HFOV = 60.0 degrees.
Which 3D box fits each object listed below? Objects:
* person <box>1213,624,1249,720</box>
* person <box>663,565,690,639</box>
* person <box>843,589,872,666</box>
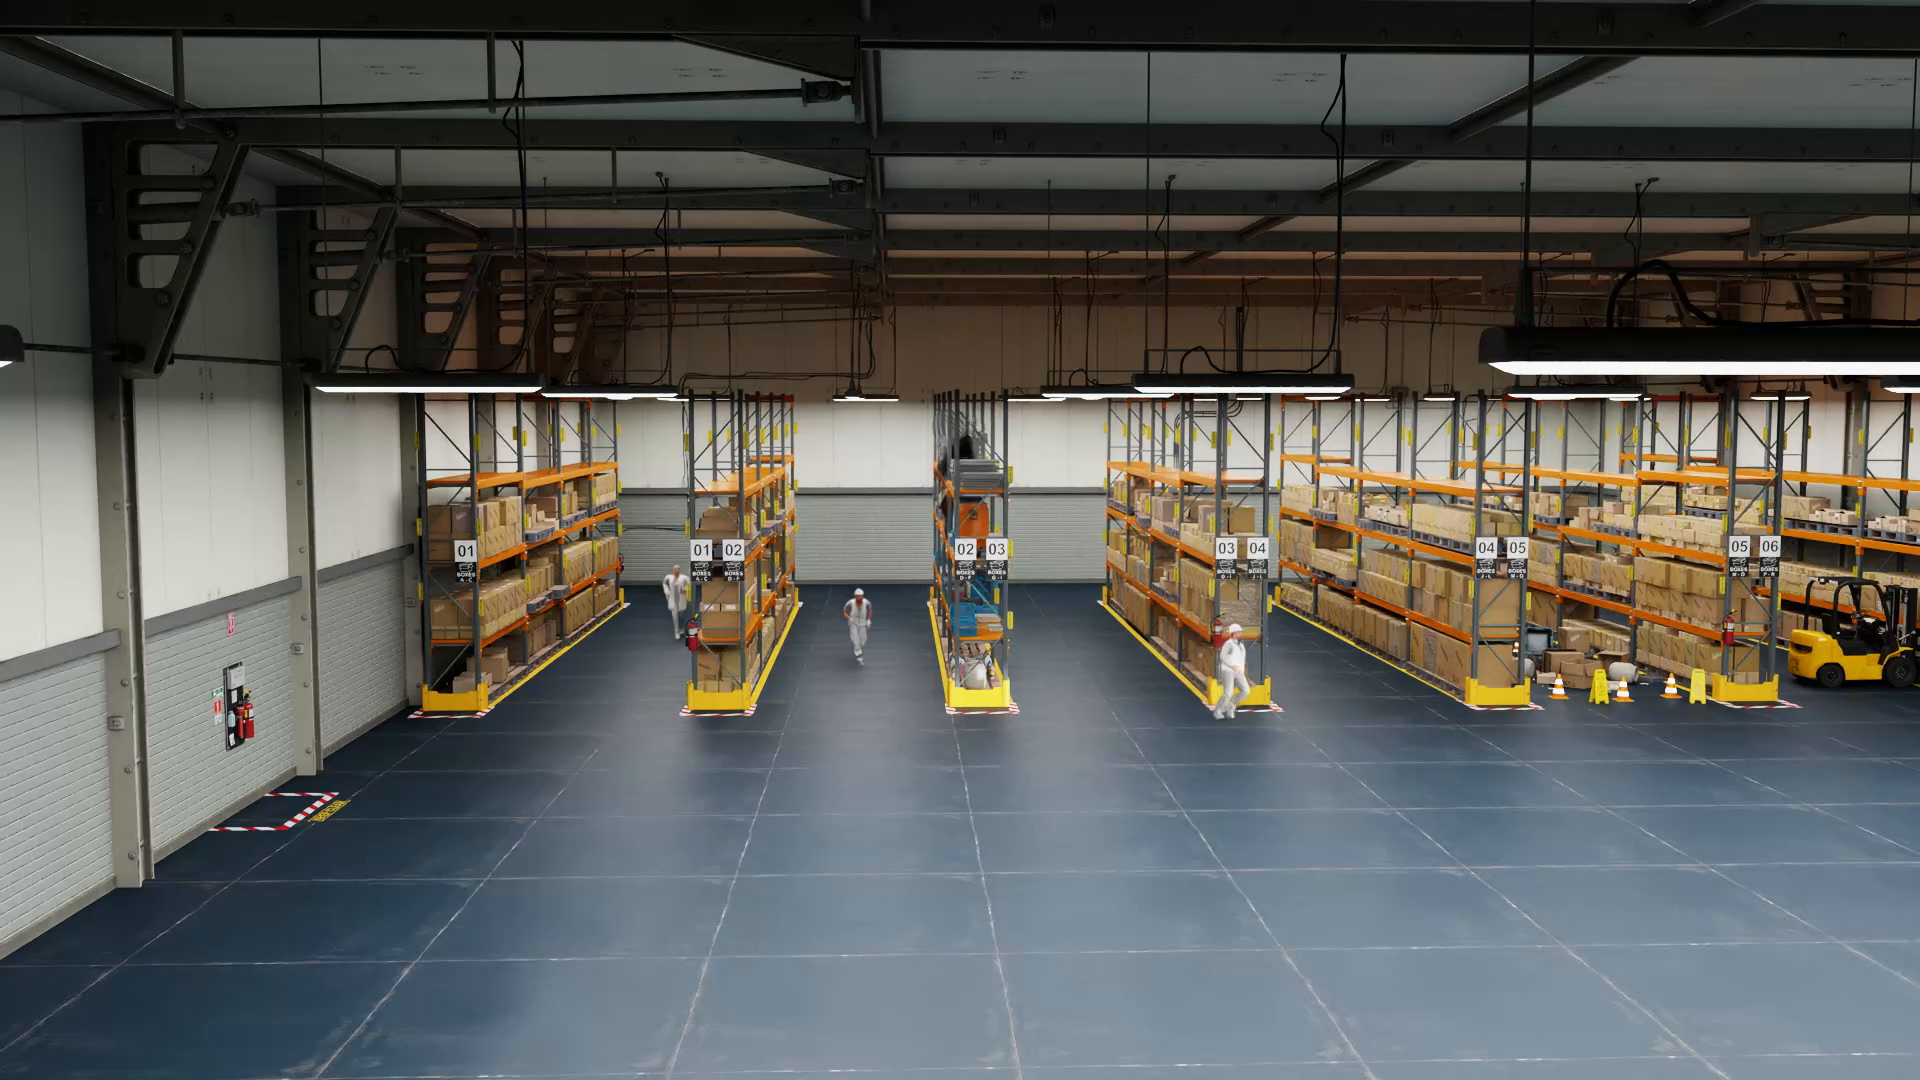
[{"bbox_3d":[5.003,2.396,30.262,0.718,1.733,0.608,-4,6,-43],"label":"person"},{"bbox_3d":[-6.948,1.496,40.847,0.716,1.784,0.961,0,5,-5],"label":"person"},{"bbox_3d":[-2.255,1.906,36.589,0.655,1.712,0.806,-1,5,-10],"label":"person"}]
